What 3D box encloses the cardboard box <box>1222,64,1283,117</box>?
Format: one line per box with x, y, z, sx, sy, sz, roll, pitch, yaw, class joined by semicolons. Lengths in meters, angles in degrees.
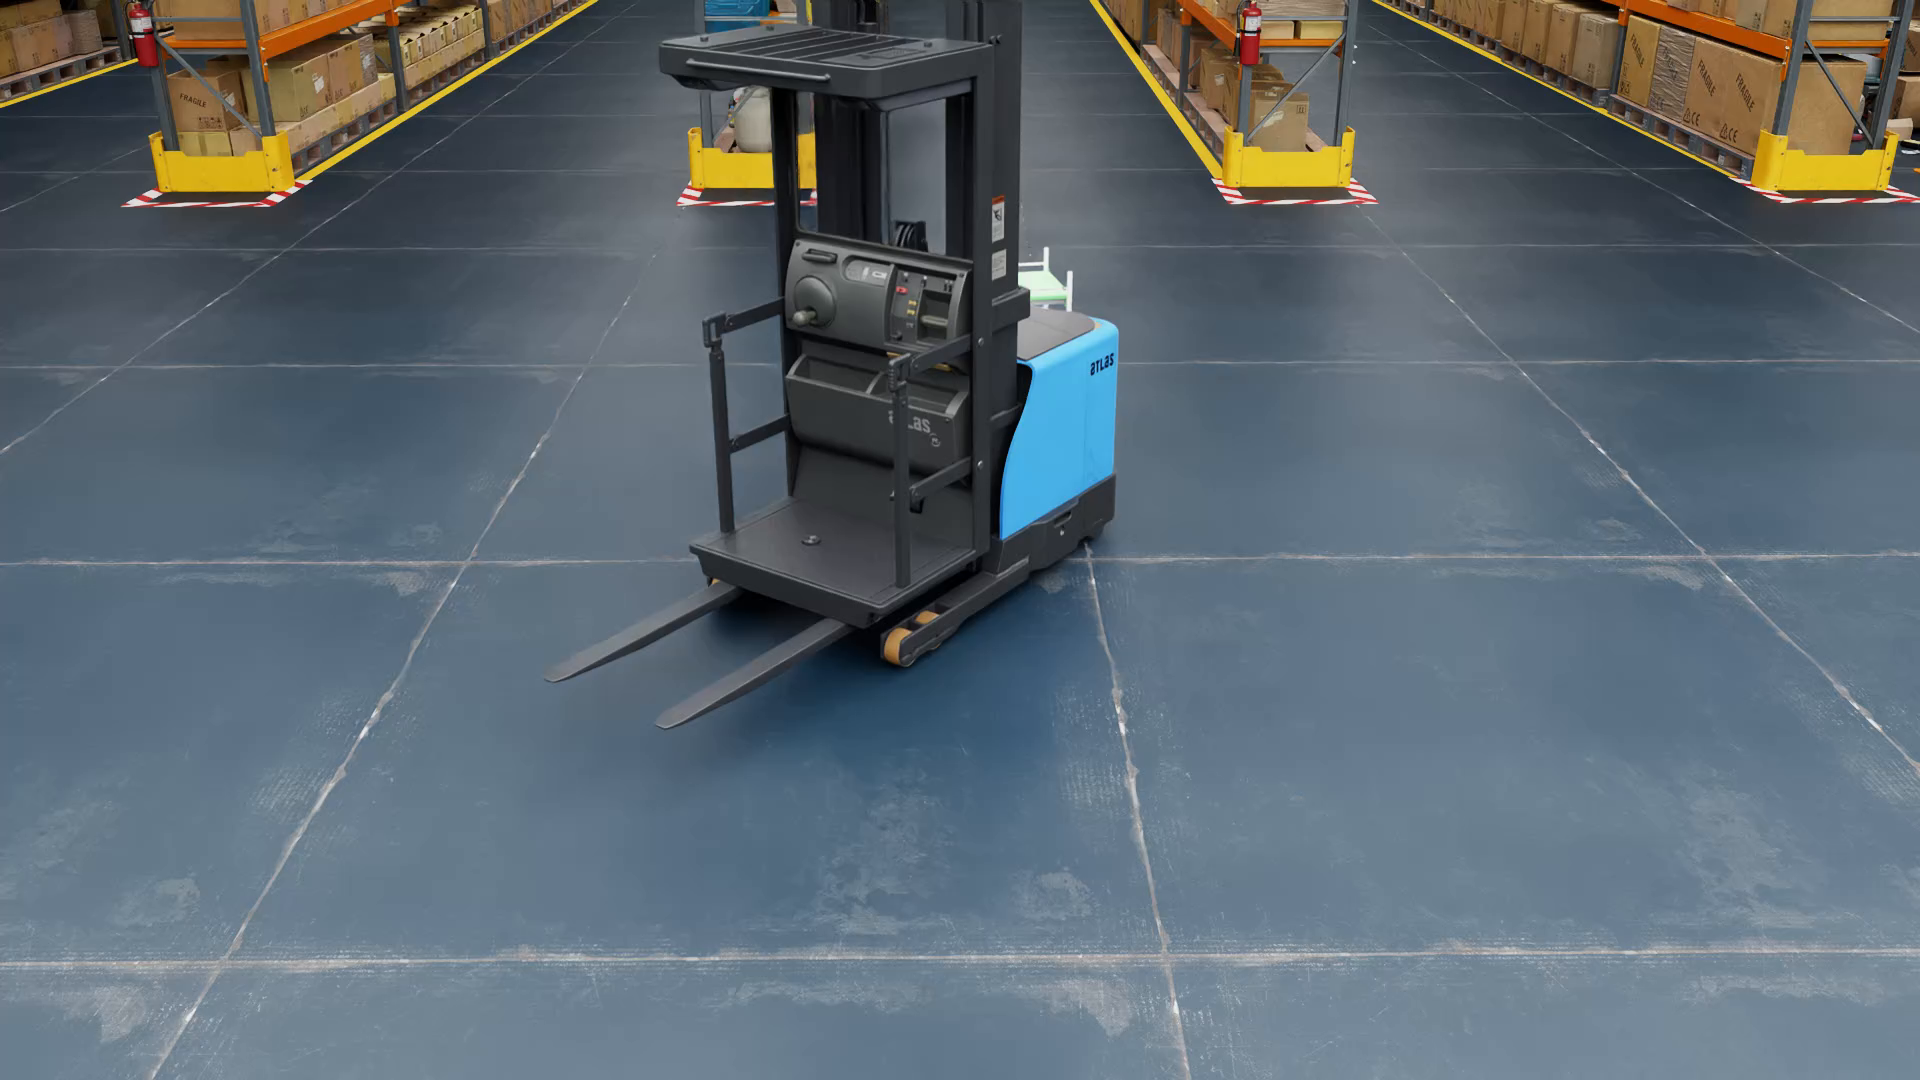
3.094;-4.751;17.638;0.500;0.500;0.500;-2;24;-5;cardboard box

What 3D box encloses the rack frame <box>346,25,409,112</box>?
-6.876;-6.312;18.565;1.000;3.000;0.127;0;24;-1;rack frame

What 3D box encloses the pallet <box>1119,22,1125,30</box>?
3.027;-8.063;25.822;1.003;0.211;1.213;0;24;-1;pallet

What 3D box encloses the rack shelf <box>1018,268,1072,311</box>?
0.393;-1.260;8.570;0.258;0.148;0.480;-5;25;-10;rack shelf

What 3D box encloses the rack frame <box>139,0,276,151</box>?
-6.832;-4.663;14.921;1.000;3.000;0.127;0;24;-1;rack frame

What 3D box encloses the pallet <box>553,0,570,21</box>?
-6.969;-8.621;27.054;1.003;0.211;1.213;0;24;-1;pallet

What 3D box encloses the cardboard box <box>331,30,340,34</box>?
-7.184;-5.399;18.465;0.500;0.500;0.500;0;24;-1;cardboard box

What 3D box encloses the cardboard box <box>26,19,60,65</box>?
-11.889;-6.284;21.003;0.700;0.500;0.500;0;24;-1;cardboard box

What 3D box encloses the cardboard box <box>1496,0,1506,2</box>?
7.678;-7.658;23.157;0.500;0.250;0.500;-1;24;-2;cardboard box

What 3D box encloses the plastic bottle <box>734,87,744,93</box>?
-2.320;-4.662;17.598;0.144;0.351;0.185;1;24;2;plastic bottle

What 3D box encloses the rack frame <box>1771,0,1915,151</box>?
8.035;-4.687;14.973;1.000;3.000;0.127;0;24;-1;rack frame

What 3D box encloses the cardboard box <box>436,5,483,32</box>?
-6.667;-6.939;22.099;0.500;0.311;0.500;0;24;1;cardboard box

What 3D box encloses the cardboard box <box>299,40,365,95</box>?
-6.649;-4.990;17.559;0.500;0.500;0.500;0;24;-1;cardboard box

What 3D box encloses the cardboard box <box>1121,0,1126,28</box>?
2.998;-7.878;24.097;1.225;0.875;0.875;0;24;0;cardboard box

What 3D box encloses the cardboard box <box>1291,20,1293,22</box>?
3.338;-4.917;15.786;0.380;0.149;0.250;0;24;-1;cardboard box

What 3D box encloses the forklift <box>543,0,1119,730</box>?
-0.488;-1.021;6.950;1.130;2.935;3.031;16;29;32;forklift

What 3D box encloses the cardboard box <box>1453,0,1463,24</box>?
7.673;-7.945;24.700;0.500;0.500;0.500;0;24;0;cardboard box

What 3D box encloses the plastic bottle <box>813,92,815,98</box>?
-1.624;-4.749;17.881;0.152;0.276;0.135;0;24;0;plastic bottle

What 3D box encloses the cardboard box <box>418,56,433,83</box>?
-6.636;-5.628;19.881;0.500;0.250;0.500;0;24;1;cardboard box

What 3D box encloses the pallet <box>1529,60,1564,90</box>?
7.891;-5.886;21.009;1.003;0.211;1.213;0;24;-1;pallet

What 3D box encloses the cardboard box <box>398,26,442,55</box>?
-6.638;-6.097;20.237;0.500;0.311;0.500;-1;24;-2;cardboard box

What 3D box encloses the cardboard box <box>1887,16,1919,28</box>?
12.892;-6.809;22.343;0.950;0.372;0.625;-2;24;-4;cardboard box

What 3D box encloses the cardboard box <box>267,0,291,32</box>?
-6.835;-5.118;15.804;0.700;0.500;0.500;0;24;1;cardboard box

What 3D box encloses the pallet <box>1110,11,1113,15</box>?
3.013;-8.694;27.217;1.003;0.211;1.213;0;24;-1;pallet

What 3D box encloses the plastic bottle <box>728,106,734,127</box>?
-2.337;-4.364;17.122;0.097;0.201;0.097;0;24;0;plastic bottle

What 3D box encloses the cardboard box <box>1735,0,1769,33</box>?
7.957;-5.135;15.781;0.875;0.550;0.550;0;24;-1;cardboard box

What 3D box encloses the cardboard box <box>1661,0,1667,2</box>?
8.036;-6.025;17.750;0.875;0.550;0.550;0;24;-1;cardboard box

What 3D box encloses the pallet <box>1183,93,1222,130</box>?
3.073;-4.808;18.624;1.003;0.211;1.213;0;24;-1;pallet

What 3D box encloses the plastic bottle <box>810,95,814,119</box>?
-1.592;-4.572;17.497;0.097;0.271;0.097;0;24;0;plastic bottle

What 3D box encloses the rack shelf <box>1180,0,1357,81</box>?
3.052;-5.203;16.987;1.077;0.370;4.000;0;24;-1;rack shelf

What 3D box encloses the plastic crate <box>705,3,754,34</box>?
-2.183;-4.821;15.451;0.499;0.251;0.616;0;24;-1;plastic crate

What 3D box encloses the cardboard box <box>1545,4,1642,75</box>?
7.888;-6.155;20.438;1.050;0.750;0.750;0;24;-1;cardboard box

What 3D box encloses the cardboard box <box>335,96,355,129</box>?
-6.630;-4.442;17.259;0.500;0.250;0.500;0;24;-1;cardboard box

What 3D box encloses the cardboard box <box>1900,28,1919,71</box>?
11.160;-5.585;19.073;0.500;0.500;0.500;0;24;-1;cardboard box

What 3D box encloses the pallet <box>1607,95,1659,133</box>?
7.921;-4.751;18.499;1.003;0.211;1.213;0;24;-1;pallet

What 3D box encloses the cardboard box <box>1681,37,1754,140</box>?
7.949;-4.552;16.743;0.875;0.875;0.875;-1;24;-1;cardboard box

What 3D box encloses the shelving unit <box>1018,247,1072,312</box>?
0.393;-0.881;8.742;0.258;1.200;0.503;-5;25;-10;shelving unit

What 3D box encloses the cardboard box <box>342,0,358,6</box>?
-6.852;-5.957;17.660;0.700;0.500;0.500;-1;24;-1;cardboard box

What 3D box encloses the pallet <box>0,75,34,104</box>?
-11.839;-5.338;19.797;1.003;0.211;1.213;0;24;-1;pallet

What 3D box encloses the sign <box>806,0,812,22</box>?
-1.329;-4.811;14.911;0.100;0.325;0.005;0;24;-1;sign

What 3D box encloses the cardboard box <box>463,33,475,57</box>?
-6.660;-6.470;21.743;0.500;0.250;0.500;-1;24;-1;cardboard box

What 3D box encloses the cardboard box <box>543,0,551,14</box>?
-6.671;-8.468;25.832;0.500;0.500;0.500;0;24;-1;cardboard box

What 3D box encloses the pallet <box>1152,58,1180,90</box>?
3.004;-5.909;21.059;1.003;0.211;1.213;0;24;-1;pallet

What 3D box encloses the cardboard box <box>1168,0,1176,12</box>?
3.024;-7.130;21.965;0.500;0.250;0.500;1;24;2;cardboard box

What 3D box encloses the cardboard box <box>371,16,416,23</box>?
-7.190;-6.510;21.151;0.500;0.311;0.500;-1;24;-2;cardboard box

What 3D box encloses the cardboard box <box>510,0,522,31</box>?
-6.650;-7.633;23.986;0.500;0.500;0.500;-1;24;-1;cardboard box

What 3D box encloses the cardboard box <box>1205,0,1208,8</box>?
2.770;-5.635;17.375;0.380;0.149;0.250;0;24;-1;cardboard box

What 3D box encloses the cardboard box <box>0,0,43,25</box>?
-11.858;-6.596;20.783;0.500;0.250;0.500;0;24;-1;cardboard box

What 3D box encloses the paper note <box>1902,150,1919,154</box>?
9.716;-3.970;16.993;0.144;0.017;0.142;8;26;18;paper note

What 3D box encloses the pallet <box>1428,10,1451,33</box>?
7.914;-8.040;25.772;1.003;0.211;1.213;0;24;-1;pallet

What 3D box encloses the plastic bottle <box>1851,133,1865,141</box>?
9.434;-4.261;17.597;0.283;0.061;0.133;-9;26;-19;plastic bottle

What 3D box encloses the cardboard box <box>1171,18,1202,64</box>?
3.046;-6.326;21.097;0.700;0.500;0.500;2;24;4;cardboard box

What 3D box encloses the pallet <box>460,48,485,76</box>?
-6.949;-6.350;22.034;1.003;0.211;1.213;0;24;-1;pallet

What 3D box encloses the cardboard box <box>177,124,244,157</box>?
-7.133;-3.822;15.887;0.500;0.250;0.500;0;24;-1;cardboard box

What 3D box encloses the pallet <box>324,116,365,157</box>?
-6.892;-4.209;17.301;1.003;0.211;1.213;0;24;-1;pallet

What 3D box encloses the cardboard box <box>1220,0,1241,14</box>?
2.970;-5.320;15.890;0.875;0.500;0.500;0;24;-1;cardboard box

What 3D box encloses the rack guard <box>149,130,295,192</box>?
-6.832;-3.515;15.414;1.175;0.500;0.348;0;24;-1;rack guard

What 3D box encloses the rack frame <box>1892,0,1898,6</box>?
12.896;-8.047;22.403;1.000;3.000;0.127;0;24;-1;rack frame
